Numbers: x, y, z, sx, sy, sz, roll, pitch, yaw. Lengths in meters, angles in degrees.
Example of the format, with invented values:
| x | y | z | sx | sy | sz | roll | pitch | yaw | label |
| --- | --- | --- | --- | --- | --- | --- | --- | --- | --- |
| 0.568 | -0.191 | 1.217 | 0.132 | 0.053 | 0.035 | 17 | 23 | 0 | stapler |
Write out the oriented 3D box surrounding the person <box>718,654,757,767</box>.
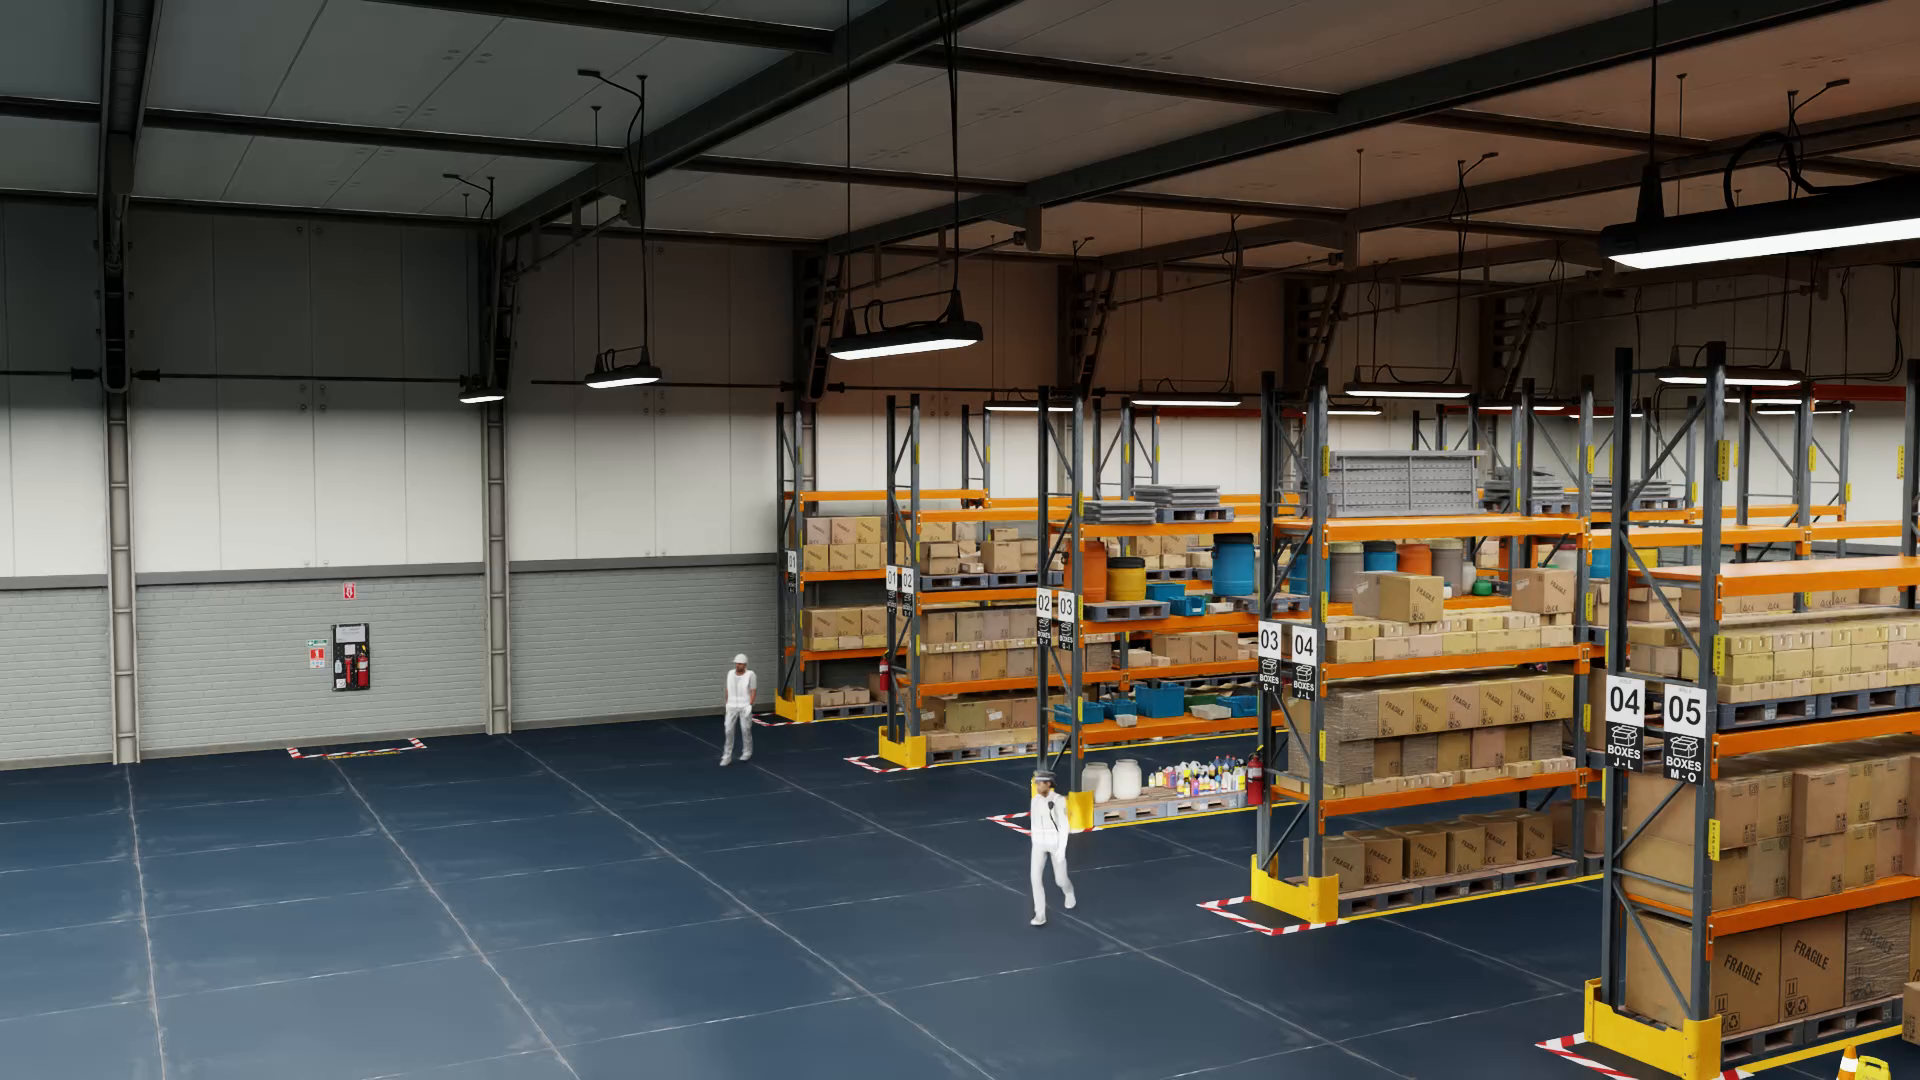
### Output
| x | y | z | sx | sy | sz | roll | pitch | yaw | label |
| --- | --- | --- | --- | --- | --- | --- | --- | --- | --- |
| -3.591 | 2.766 | 27.035 | 0.576 | 1.837 | 0.642 | 1 | 3 | 11 | person |

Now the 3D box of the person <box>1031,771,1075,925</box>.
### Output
| x | y | z | sx | sy | sz | roll | pitch | yaw | label |
| --- | --- | --- | --- | --- | --- | --- | --- | --- | --- |
| 0.971 | 3.321 | 18.130 | 0.481 | 1.617 | 0.857 | 1 | 4 | 24 | person |
